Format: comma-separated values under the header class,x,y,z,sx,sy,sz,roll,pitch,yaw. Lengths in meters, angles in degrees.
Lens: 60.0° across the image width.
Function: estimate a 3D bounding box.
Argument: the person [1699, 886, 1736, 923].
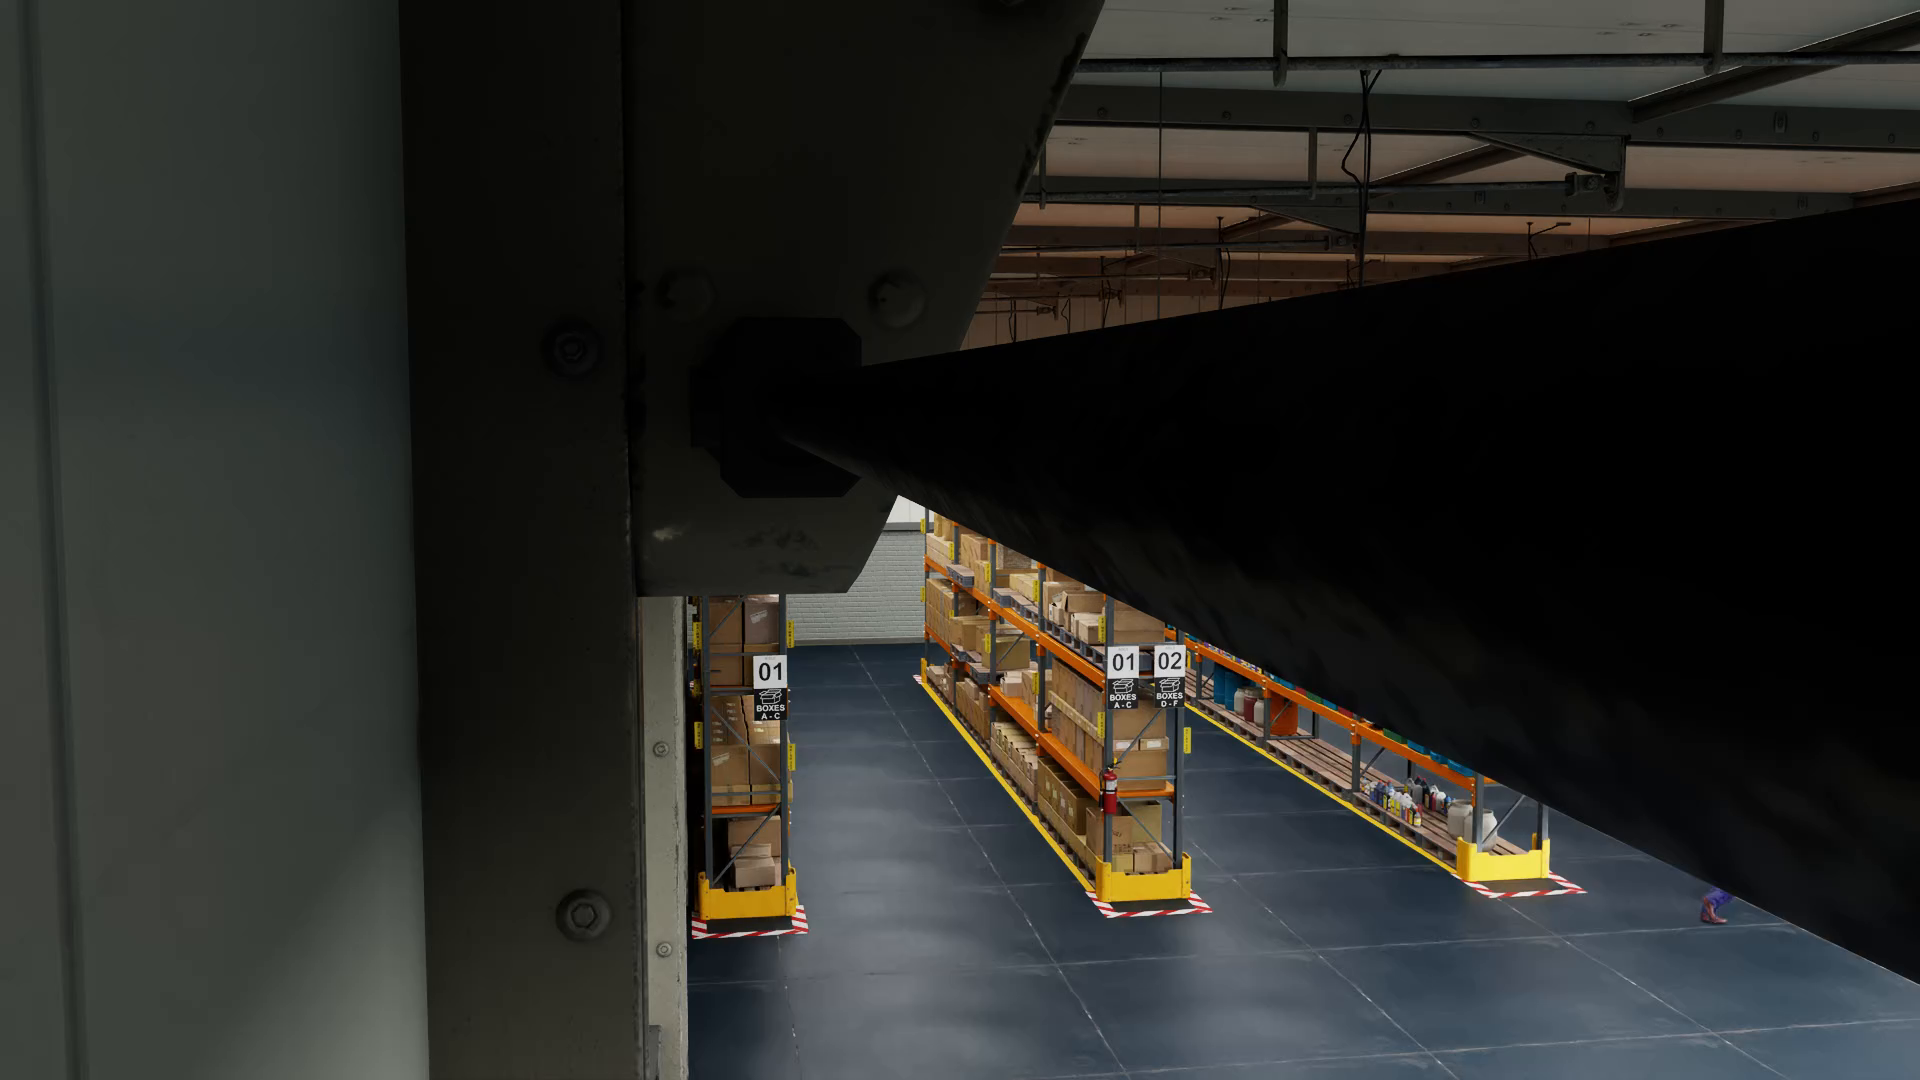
class,x,y,z,sx,sy,sz,roll,pitch,yaw
person,9.128,3.787,19.819,0.536,1.605,0.603,1,5,14
